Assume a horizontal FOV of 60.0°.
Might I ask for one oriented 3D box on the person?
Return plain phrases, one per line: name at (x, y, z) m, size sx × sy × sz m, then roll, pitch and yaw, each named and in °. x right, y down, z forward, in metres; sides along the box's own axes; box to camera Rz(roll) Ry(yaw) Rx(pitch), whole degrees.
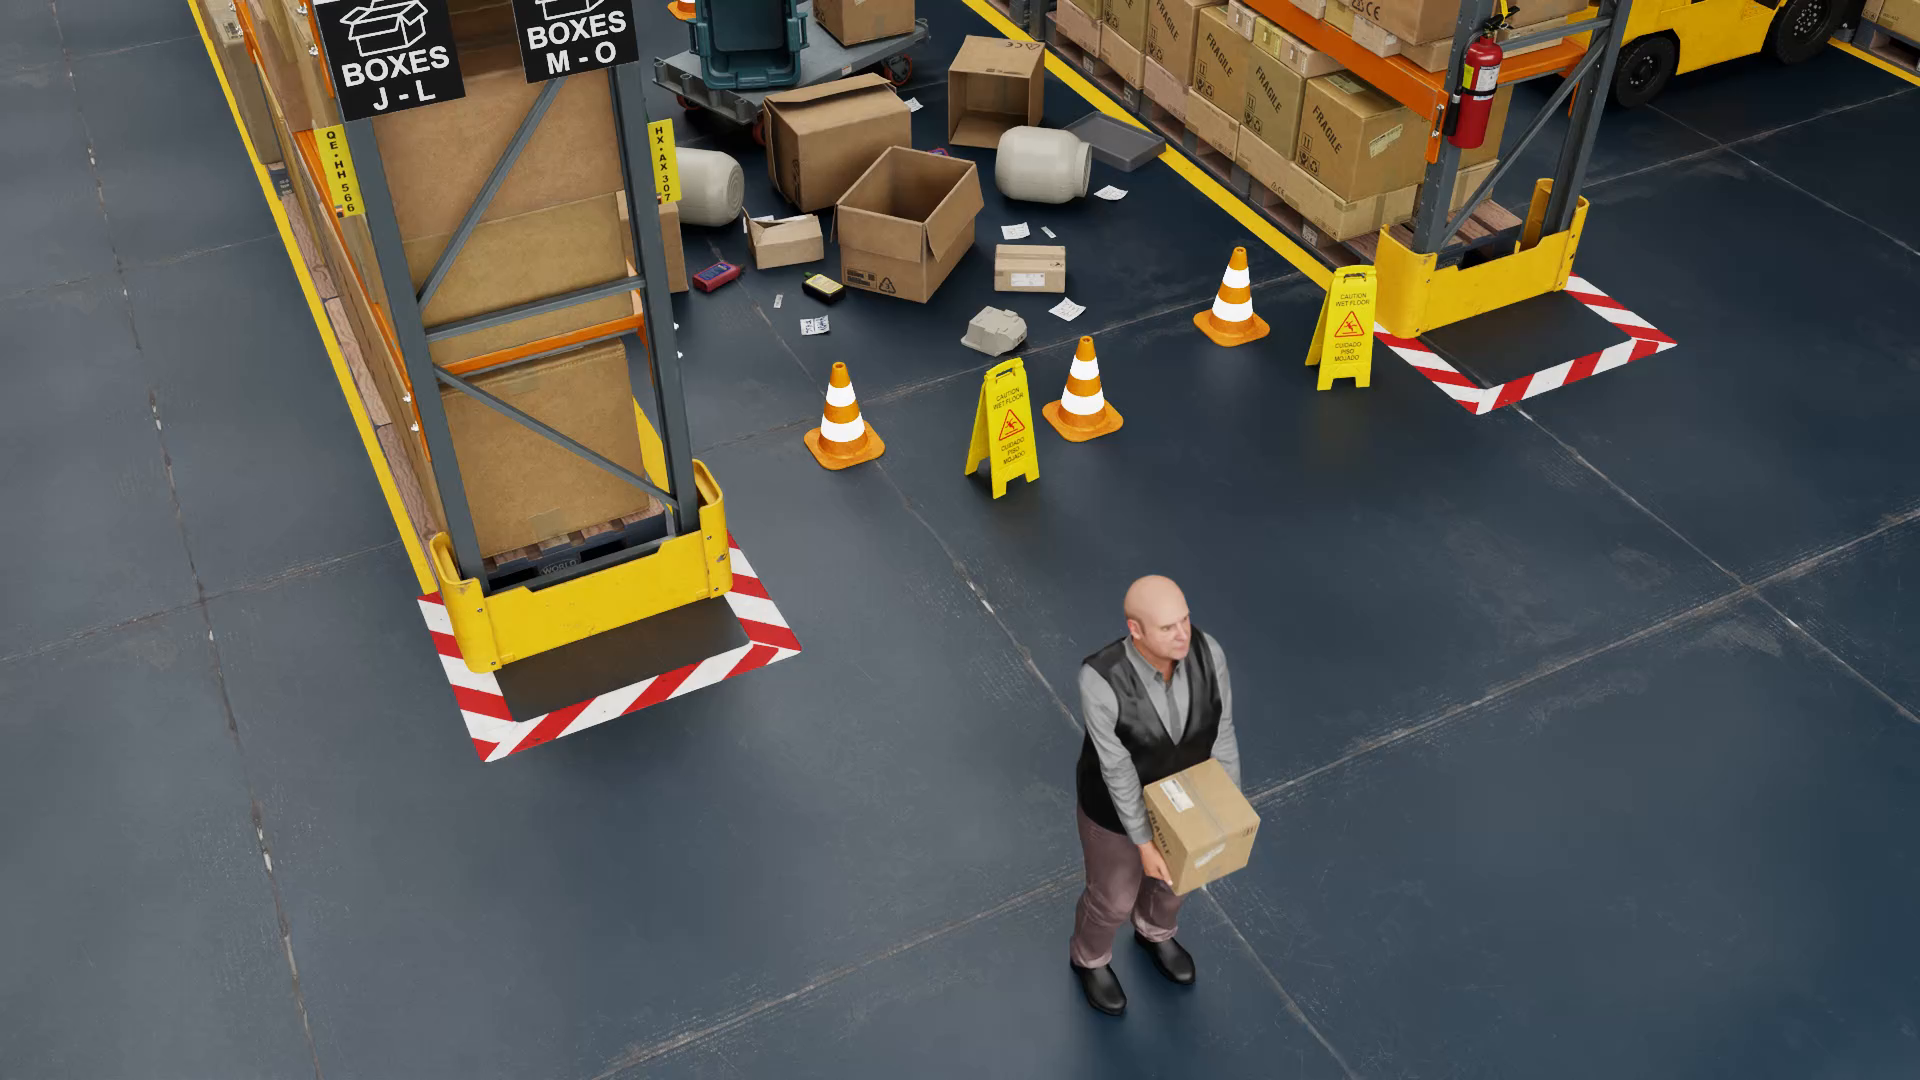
person at (0.632, 0.863, 5.191) m, size 0.494 × 1.711 × 0.551 m, roll -19°, pitch 44°, yaw -20°
